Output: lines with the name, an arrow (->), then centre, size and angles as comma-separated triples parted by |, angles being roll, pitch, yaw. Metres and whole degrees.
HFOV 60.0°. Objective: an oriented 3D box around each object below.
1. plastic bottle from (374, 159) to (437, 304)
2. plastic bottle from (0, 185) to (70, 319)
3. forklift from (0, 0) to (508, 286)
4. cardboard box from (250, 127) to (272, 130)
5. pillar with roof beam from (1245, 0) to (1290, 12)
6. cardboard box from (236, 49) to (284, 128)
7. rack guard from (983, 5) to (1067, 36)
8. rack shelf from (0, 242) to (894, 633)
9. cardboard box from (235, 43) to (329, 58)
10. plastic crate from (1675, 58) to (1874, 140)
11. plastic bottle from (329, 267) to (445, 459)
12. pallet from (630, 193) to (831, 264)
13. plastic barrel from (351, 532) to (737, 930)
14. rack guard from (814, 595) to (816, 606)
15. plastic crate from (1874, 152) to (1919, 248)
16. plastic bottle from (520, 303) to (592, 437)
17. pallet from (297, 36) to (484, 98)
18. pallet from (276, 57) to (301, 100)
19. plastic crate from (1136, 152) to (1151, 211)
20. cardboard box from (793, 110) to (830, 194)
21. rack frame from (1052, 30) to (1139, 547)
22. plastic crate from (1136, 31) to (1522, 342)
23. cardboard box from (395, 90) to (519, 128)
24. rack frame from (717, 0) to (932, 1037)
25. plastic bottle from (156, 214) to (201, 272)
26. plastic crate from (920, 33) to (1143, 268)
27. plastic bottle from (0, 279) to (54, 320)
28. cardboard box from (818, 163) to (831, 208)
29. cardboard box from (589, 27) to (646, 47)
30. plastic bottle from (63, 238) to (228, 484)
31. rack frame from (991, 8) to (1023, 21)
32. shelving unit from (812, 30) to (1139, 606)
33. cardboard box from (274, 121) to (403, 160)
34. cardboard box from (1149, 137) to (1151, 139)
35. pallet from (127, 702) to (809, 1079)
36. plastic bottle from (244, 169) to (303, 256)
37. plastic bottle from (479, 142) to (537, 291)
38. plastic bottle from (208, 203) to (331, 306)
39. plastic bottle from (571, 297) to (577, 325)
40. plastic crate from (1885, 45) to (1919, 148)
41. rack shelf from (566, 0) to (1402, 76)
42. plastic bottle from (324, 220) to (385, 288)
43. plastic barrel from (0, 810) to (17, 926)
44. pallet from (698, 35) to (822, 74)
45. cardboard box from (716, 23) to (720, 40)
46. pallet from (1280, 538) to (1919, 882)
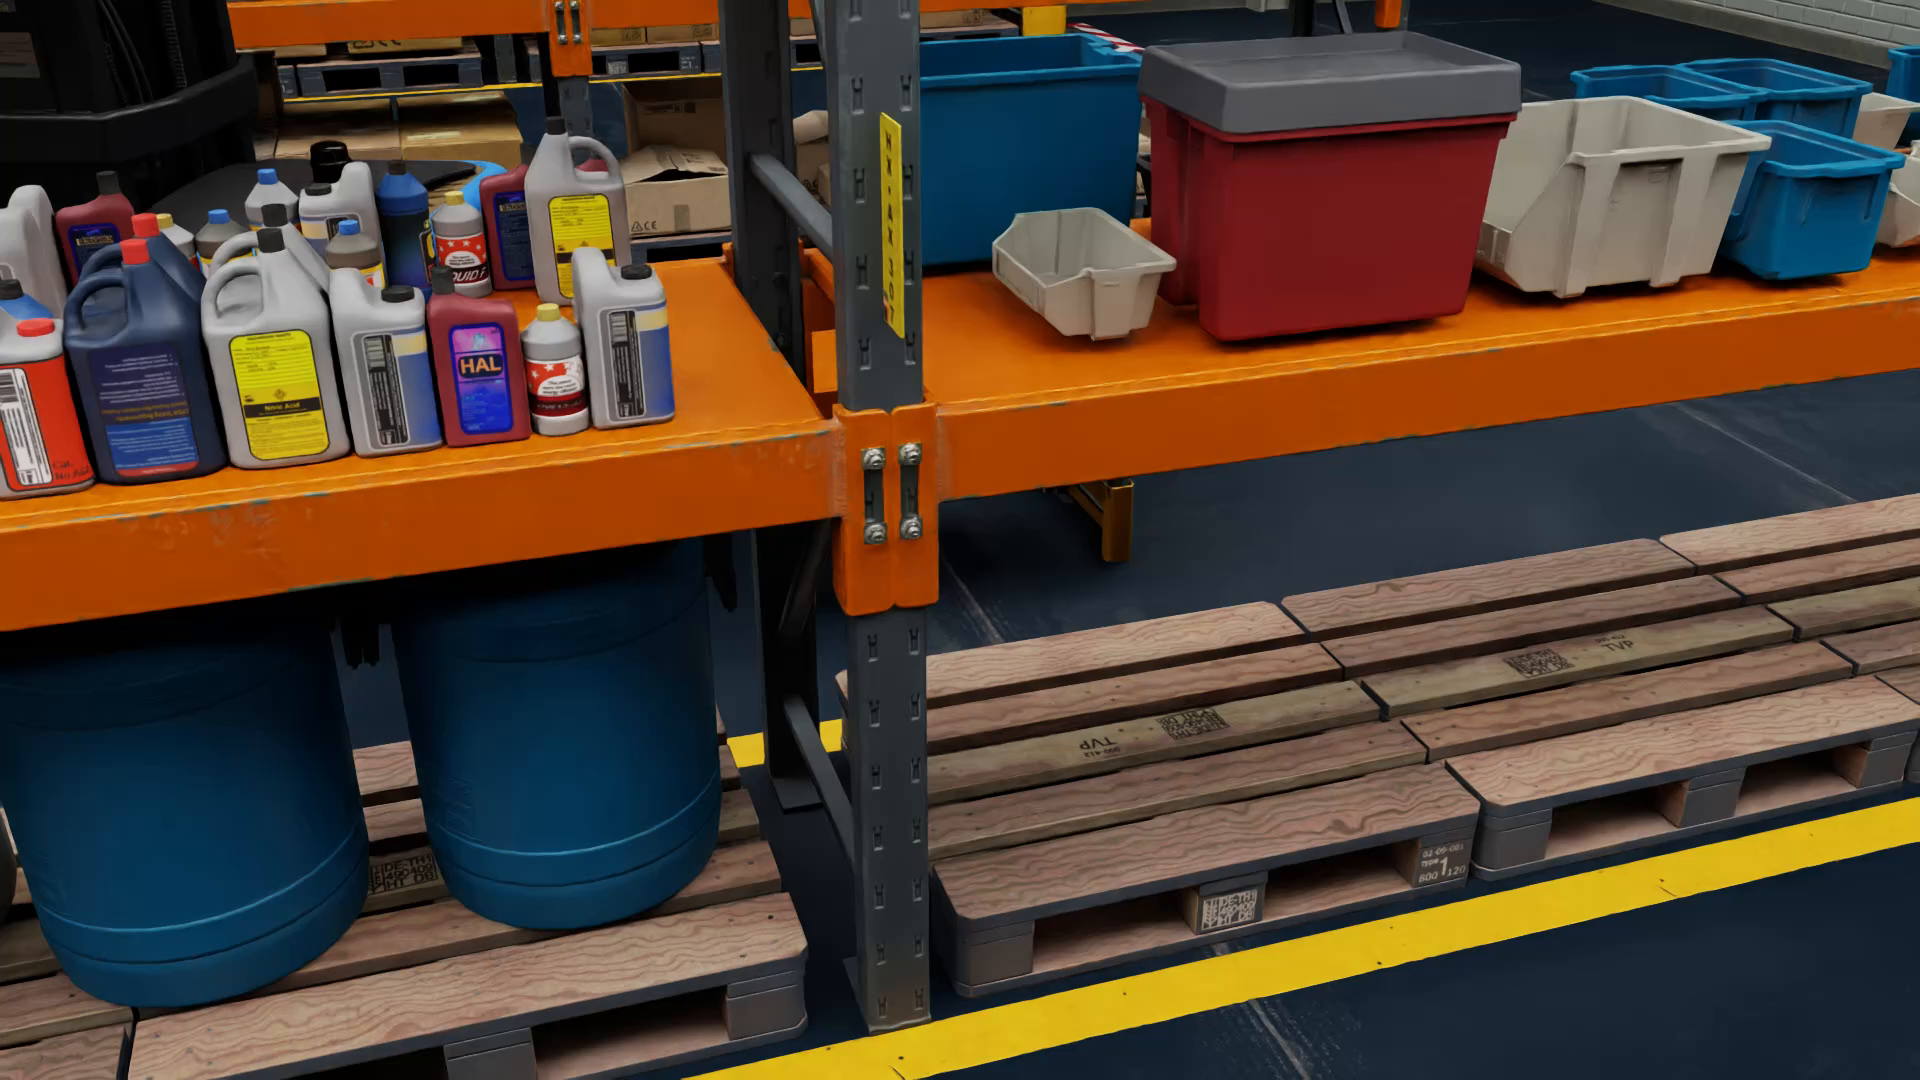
plastic bottle -> -1.076, -0.601, 3.232 | 0.097, 0.271, 0.097 | 0, 26, 0
plastic bottle -> -1.710, -0.498, 3.020 | 0.135, 0.276, 0.152 | -8, 28, -16
forklift -> -2.930, -1.369, 4.712 | 3.031, 2.935, 1.130 | 1, 26, 2
cardboard box -> -3.318, -1.649, 7.514 | 0.500, 0.500, 0.500 | -8, 27, -15
pillar with roof beam -> 4.097, -6.928, 9.085 | 0.400, 9.000, 9.100 | -8, 28, -16
cardboard box -> -3.288, -1.991, 7.360 | 0.500, 0.250, 0.500 | -8, 28, -16
rack guard -> 0.487, -4.207, 13.162 | 0.348, 0.500, 1.175 | -8, 28, -16
rack shelf -> -2.173, 0.014, 2.658 | 4.000, 0.370, 1.077 | -8, 28, -16
cardboard box -> -4.761, -3.730, 11.335 | 0.750, 0.750, 0.750 | -7, 27, -15
plastic crate -> 1.943, -1.011, 4.033 | 0.300, 0.233, 0.416 | -8, 28, -16
plastic bottle -> -0.893, -0.287, 2.595 | 0.135, 0.276, 0.152 | -8, 28, -16
pallet -> -1.148, -1.524, 8.082 | 1.213, 0.211, 1.003 | -8, 28, -16
plastic barrel -> -0.794, 0.236, 3.290 | 0.708, 0.901, 0.600 | -8, 28, -16
rack guard -> -0.546, -0.033, 5.035 | 0.087, 0.250, 0.587 | -8, 28, -16
plastic crate -> 2.000, -0.724, 3.563 | 0.250, 0.136, 0.298 | -8, 28, -16
plastic bottle -> -0.648, -0.276, 2.657 | 0.097, 0.201, 0.097 | 0, 26, 0
pallet -> -4.050, -3.386, 11.832 | 1.213, 0.211, 1.003 | -8, 28, -16
pallet -> -5.212, -3.216, 11.491 | 1.213, 0.211, 1.003 | -8, 28, -16
plastic crate -> 0.710, -0.755, 3.640 | 0.590, 0.125, 0.437 | -8, 28, -16
cardboard box -> -0.635, -1.973, 8.380 | 0.500, 0.311, 0.500 | -8, 28, -16
rack frame -> 0.402, -0.730, 5.034 | 0.032, 1.500, 0.500 | -8, 28, -16
plastic crate -> 0.655, -0.656, 3.059 | 0.583, 0.464, 0.402 | -8, 28, -16
cardboard box -> -2.337, -1.793, 7.804 | 0.500, 0.500, 0.500 | -10, 28, -18
rack frame -> -0.271, -0.584, 3.053 | 0.127, 3.000, 1.000 | -8, 28, -16
plastic bottle -> -1.481, -0.511, 3.129 | 0.097, 0.201, 0.097 | 0, 26, 0
plastic crate -> 0.067, -0.812, 3.463 | 0.575, 0.384, 0.392 | -8, 28, -16
plastic bottle -> -1.429, -0.266, 2.557 | 0.097, 0.271, 0.097 | 0, 26, 0
cardboard box -> -0.516, -1.696, 7.985 | 0.250, 0.166, 0.380 | -8, 28, -16
cardboard box -> -2.597, -3.901, 12.073 | 0.500, 0.500, 0.700 | -8, 27, -15
plastic bottle -> -1.220, -0.271, 2.479 | 0.185, 0.351, 0.144 | -8, 28, -16
rack frame -> 0.464, -5.324, 12.600 | 0.127, 3.000, 1.000 | -8, 28, -16
shelving unit -> -0.072, -0.661, 4.895 | 1.083, 1.500, 0.587 | -8, 28, -16
cardboard box -> -2.655, -1.503, 7.220 | 0.500, 0.500, 0.500 | -8, 28, -16
cardboard box -> 1.148, -1.961, 8.518 | 0.250, 0.166, 0.380 | -8, 28, -16
pallet -> -1.018, 0.754, 3.494 | 1.213, 0.211, 1.003 | -8, 28, -16
plastic bottle -> -1.296, -0.569, 3.167 | 0.097, 0.271, 0.097 | 0, 26, 0
plastic bottle -> -0.879, -0.643, 3.303 | 0.133, 0.283, 0.061 | -8, 28, -16
plastic bottle -> -1.089, -0.358, 2.653 | 0.185, 0.351, 0.144 | -8, 28, -16
plastic bottle -> -0.602, -0.354, 2.814 | 0.097, 0.201, 0.097 | 0, 26, 0
plastic crate -> 2.569, -1.101, 4.216 | 0.300, 0.233, 0.416 | -8, 28, -16
rack shelf -> 0.100, -2.632, 7.987 | 4.000, 0.370, 1.077 | -8, 28, -16
plastic bottle -> -1.121, -0.492, 3.091 | 0.097, 0.201, 0.097 | 0, 26, 0
plastic barrel -> -2.032, 0.547, 3.099 | 0.421, 0.512, 0.421 | 0, 26, 0
pallet -> -1.430, -3.765, 12.596 | 1.213, 0.211, 1.003 | -8, 28, -16
cardboard box -> -1.629, -4.038, 12.350 | 0.500, 0.500, 0.700 | -8, 27, -15
pallet -> 1.578, 0.378, 4.252 | 1.213, 0.211, 1.003 | -8, 28, -16
